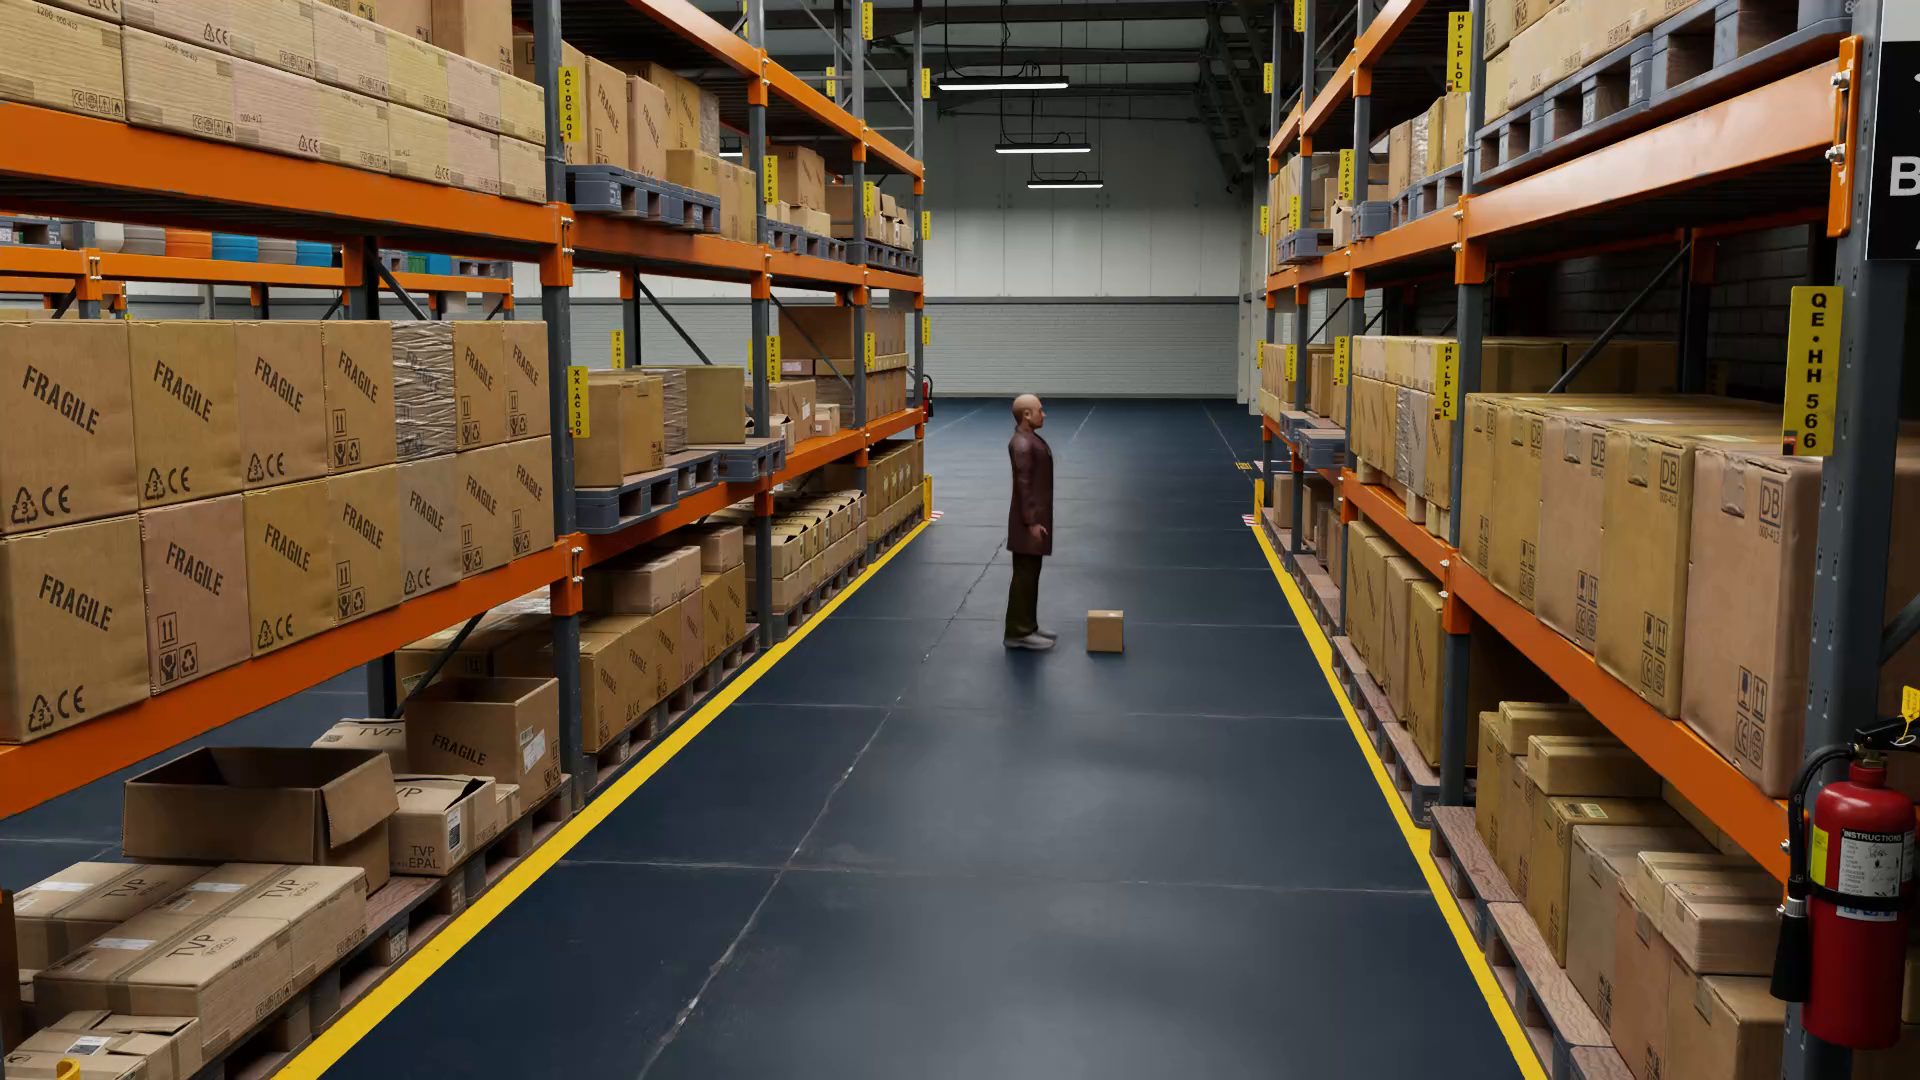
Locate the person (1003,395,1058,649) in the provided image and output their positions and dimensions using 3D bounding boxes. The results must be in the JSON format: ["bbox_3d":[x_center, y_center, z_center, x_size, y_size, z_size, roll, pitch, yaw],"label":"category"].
[{"bbox_3d":[0.505,-0.135,11.780,0.374,1.784,0.562,1,7,8],"label":"person"}]
